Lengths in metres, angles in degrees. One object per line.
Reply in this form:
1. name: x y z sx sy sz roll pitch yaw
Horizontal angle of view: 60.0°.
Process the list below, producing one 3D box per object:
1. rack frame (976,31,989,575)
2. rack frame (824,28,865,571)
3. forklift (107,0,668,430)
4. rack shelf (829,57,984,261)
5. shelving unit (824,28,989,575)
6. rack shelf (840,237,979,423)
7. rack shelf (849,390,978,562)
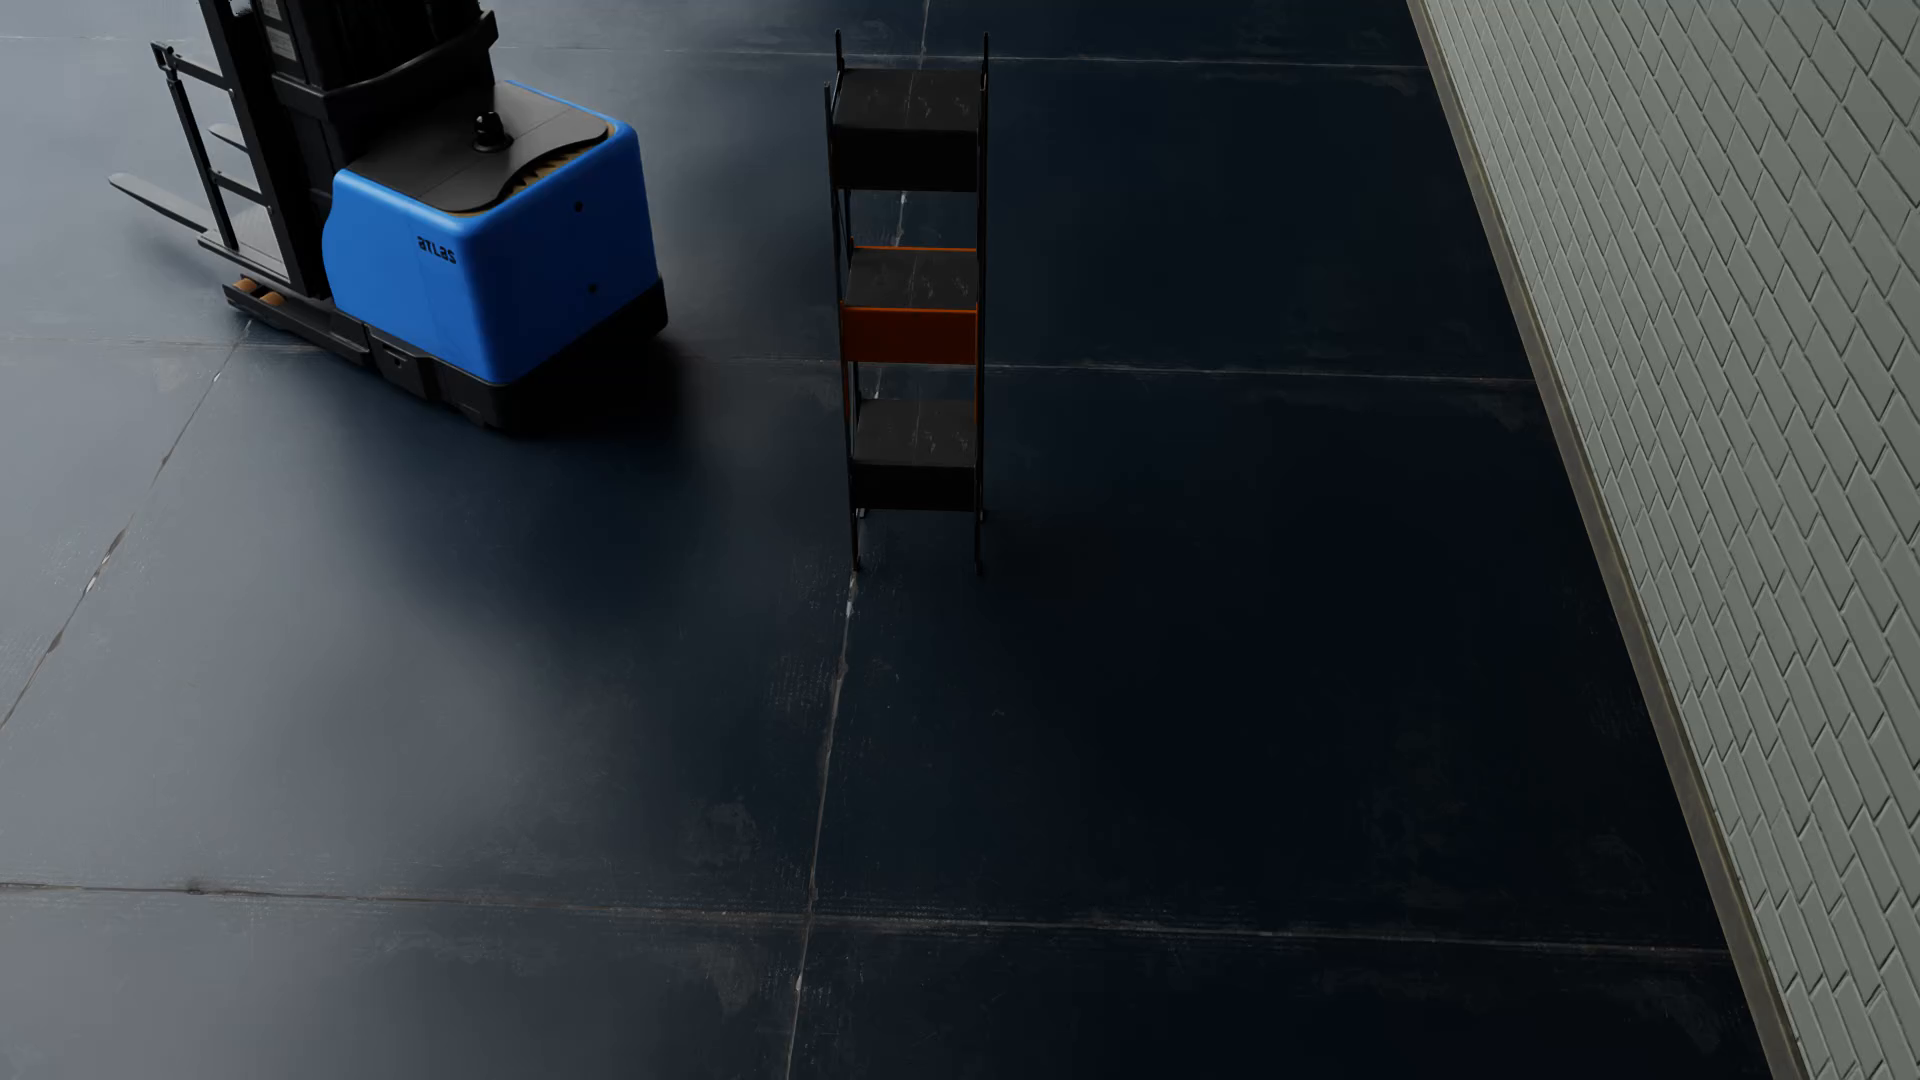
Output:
1. rack frame: 0.078 -0.766 6.032 0.015 2.100 0.400 2 43 2
2. rack frame: -0.409 -0.781 6.048 0.015 2.100 0.400 2 43 2
3. forklift: -2.862 -2.341 7.112 3.031 2.935 1.130 25 48 24
4. rack shelf: -0.165 -1.276 5.572 0.480 0.518 0.431 2 43 2
5. shelving unit: -0.165 -0.773 6.040 0.503 2.100 0.431 2 43 2
6. rack shelf: -0.165 -0.763 6.049 0.480 0.518 0.431 2 43 2
7. rack shelf: -0.165 -0.251 6.526 0.480 0.518 0.431 2 43 2
